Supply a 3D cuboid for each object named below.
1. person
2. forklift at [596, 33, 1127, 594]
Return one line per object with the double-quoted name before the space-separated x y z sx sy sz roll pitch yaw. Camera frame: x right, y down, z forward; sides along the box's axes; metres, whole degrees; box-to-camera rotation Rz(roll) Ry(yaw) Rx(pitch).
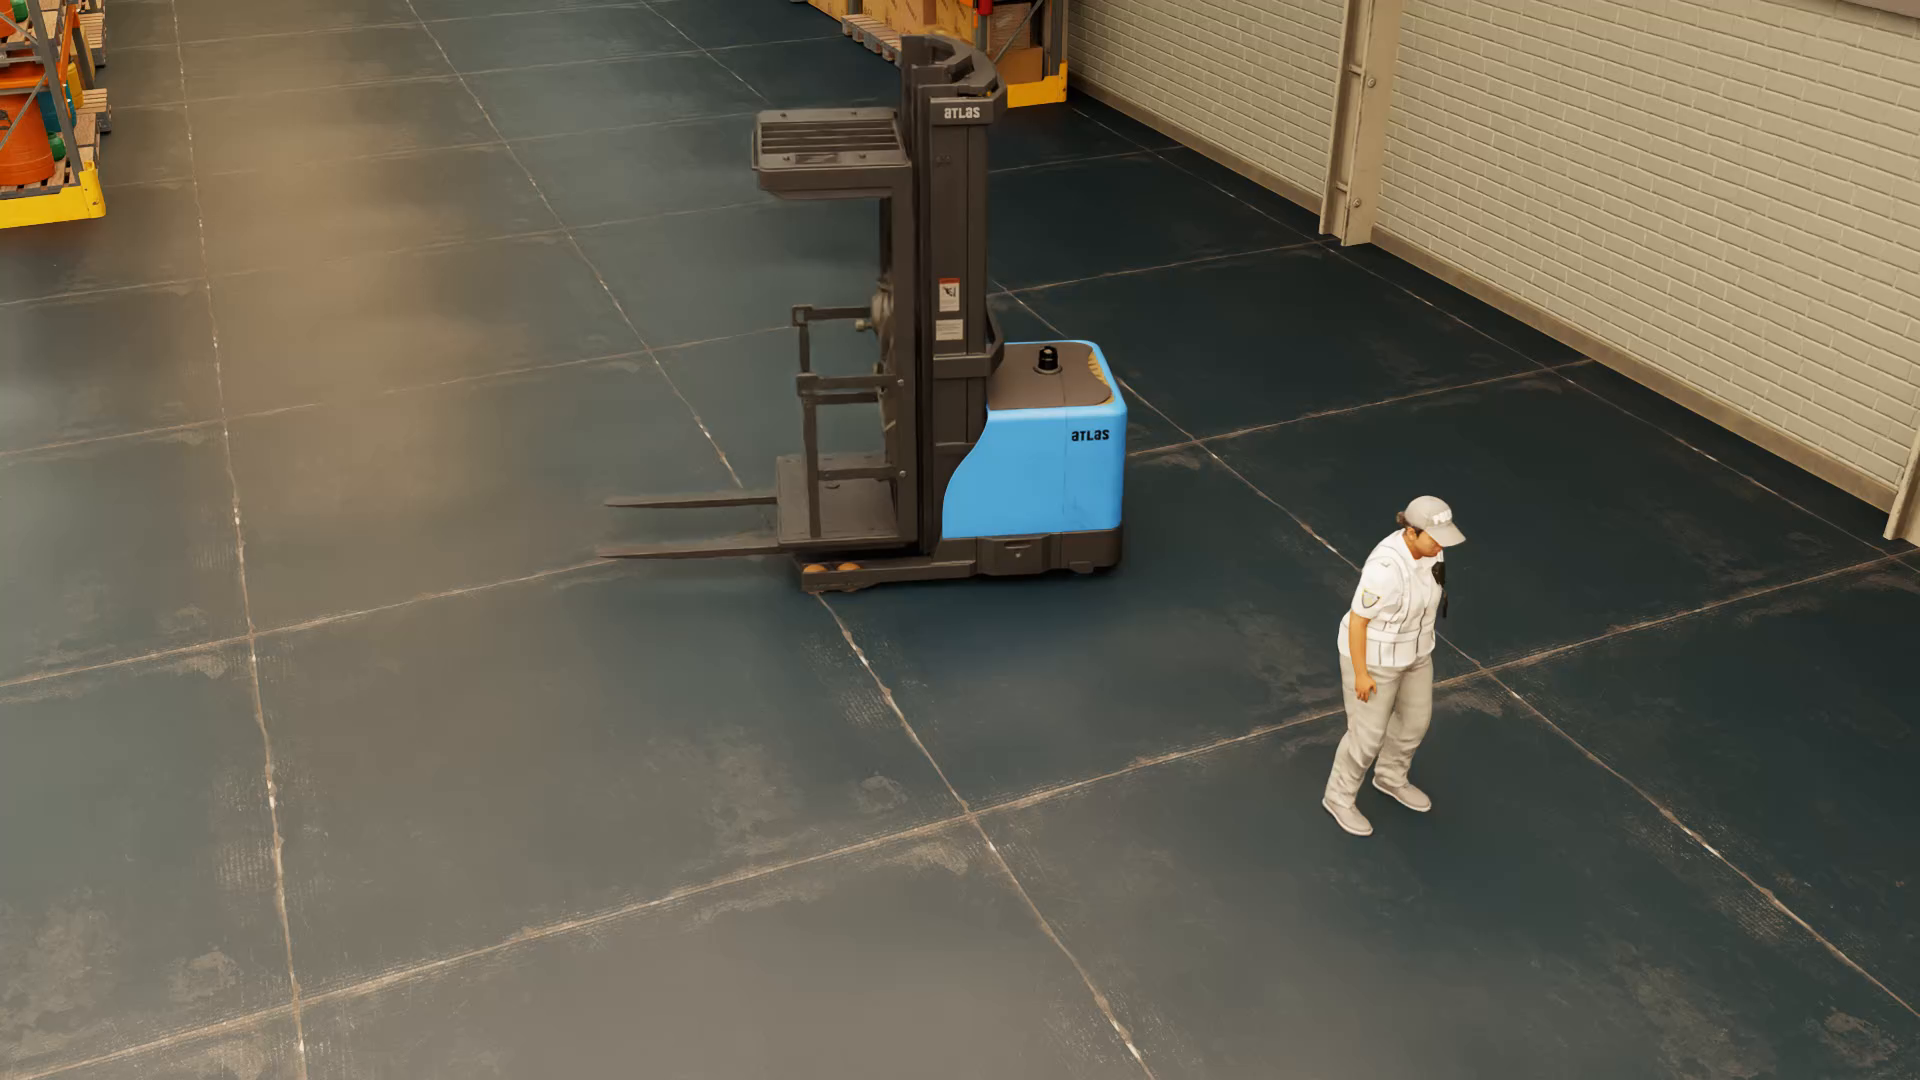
"person" 1.951 0.534 7.473 0.532 1.671 0.458 -21 36 -32
"forklift" -0.606 -1.238 9.285 3.031 2.935 1.130 -3 30 -6
